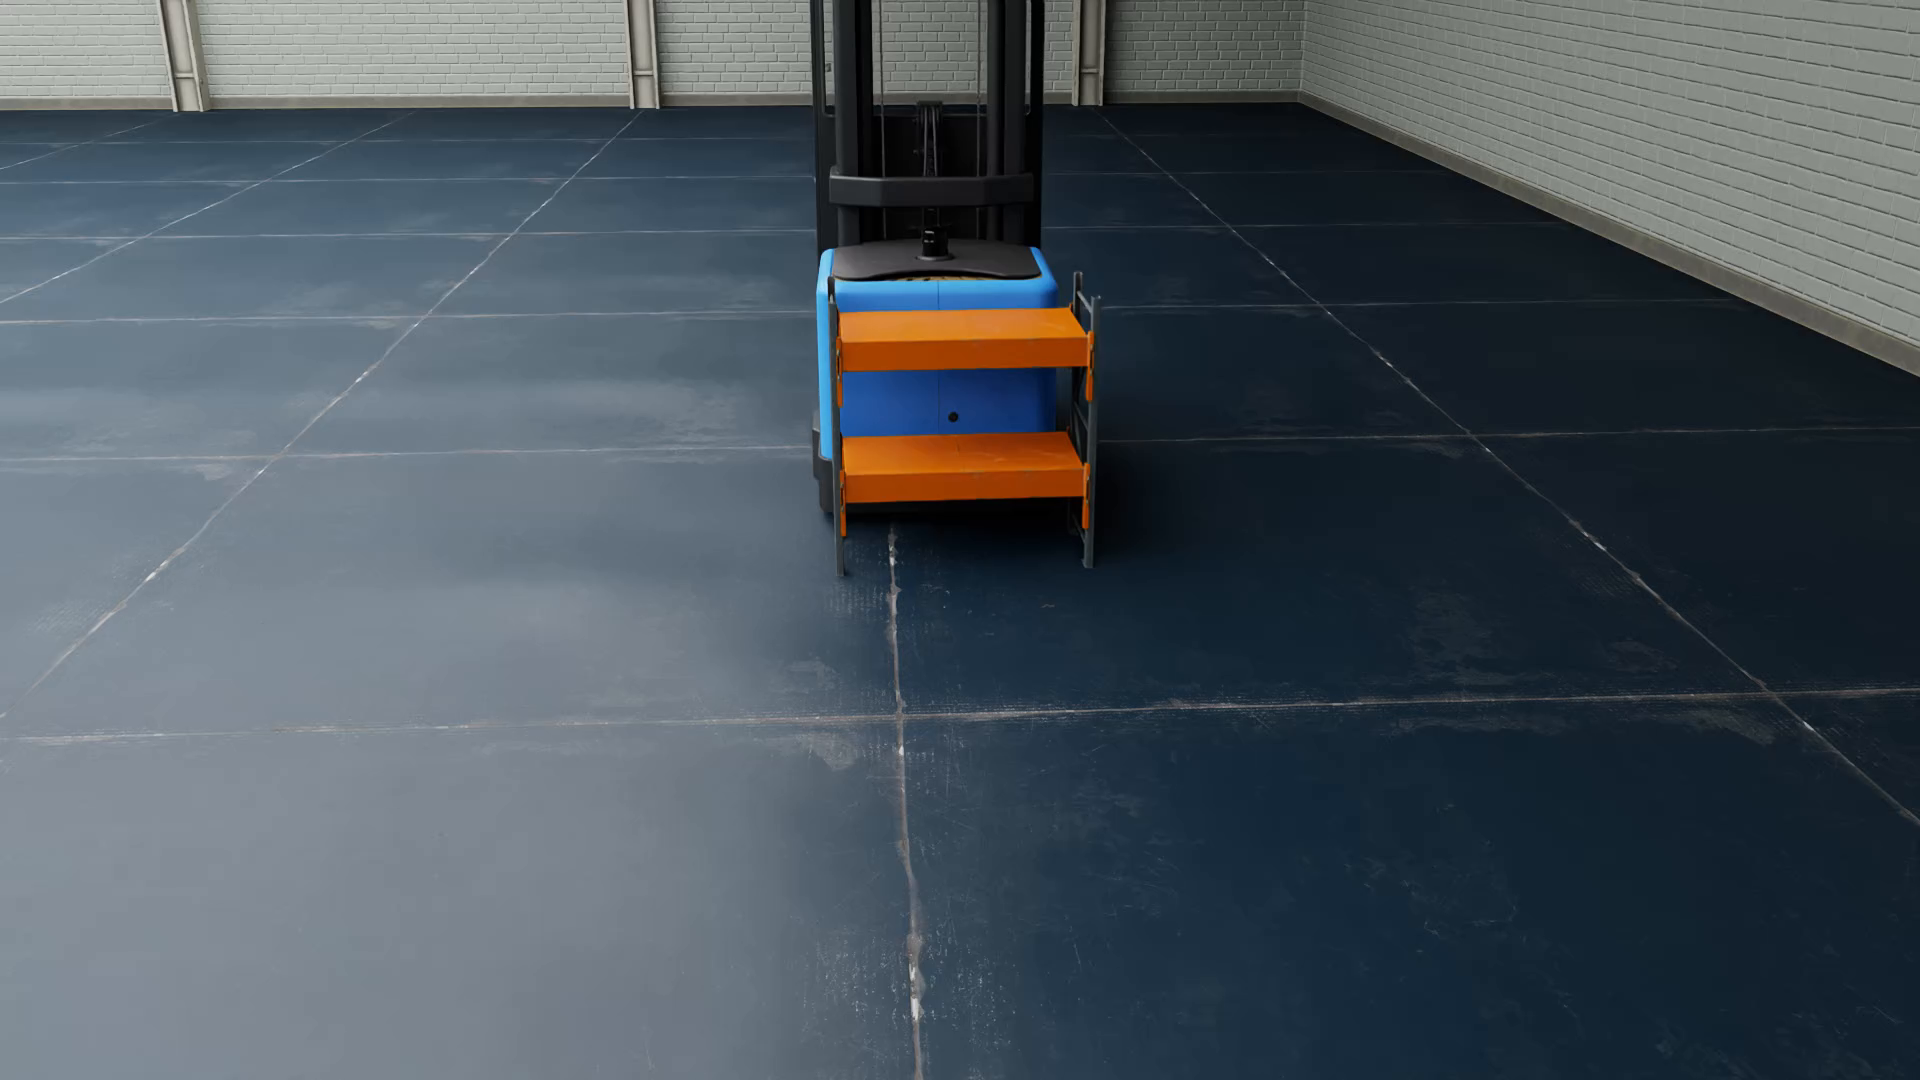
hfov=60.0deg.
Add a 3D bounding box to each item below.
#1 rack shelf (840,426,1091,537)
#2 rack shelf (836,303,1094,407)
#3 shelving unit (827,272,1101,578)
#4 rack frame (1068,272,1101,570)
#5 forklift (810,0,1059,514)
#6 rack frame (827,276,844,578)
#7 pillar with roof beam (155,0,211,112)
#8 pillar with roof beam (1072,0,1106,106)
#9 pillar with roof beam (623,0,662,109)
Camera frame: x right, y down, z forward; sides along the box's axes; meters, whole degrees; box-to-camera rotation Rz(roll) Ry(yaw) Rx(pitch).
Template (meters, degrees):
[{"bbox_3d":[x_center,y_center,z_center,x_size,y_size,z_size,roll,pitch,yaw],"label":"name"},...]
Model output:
[{"bbox_3d":[0.001,-0.250,6.882,1.000,0.278,0.538,-2,21,-5],"label":"rack shelf"},{"bbox_3d":[0.001,-0.751,6.691,1.000,0.278,0.538,-2,21,-5],"label":"rack shelf"},{"bbox_3d":[0.001,-0.478,6.795,1.048,1.125,0.538,-2,21,-5],"label":"shelving unit"},{"bbox_3d":[0.507,-0.494,6.836,0.032,1.125,0.500,-2,21,-5],"label":"rack frame"},{"bbox_3d":[-0.164,-1.962,8.155,1.130,2.935,3.031,-1,21,-3],"label":"forklift"},{"bbox_3d":[-0.505,-0.462,6.754,0.032,1.125,0.500,-2,21,-5],"label":"rack frame"},{"bbox_3d":[-9.989,-8.411,16.566,0.400,9.000,9.100,-1,21,-3],"label":"pillar with roof beam"},{"bbox_3d":[1.992,-8.655,17.207,0.400,9.000,9.100,-1,21,-3],"label":"pillar with roof beam"},{"bbox_3d":[-3.999,-8.533,16.886,0.400,9.000,9.100,-1,21,-3],"label":"pillar with roof beam"}]
